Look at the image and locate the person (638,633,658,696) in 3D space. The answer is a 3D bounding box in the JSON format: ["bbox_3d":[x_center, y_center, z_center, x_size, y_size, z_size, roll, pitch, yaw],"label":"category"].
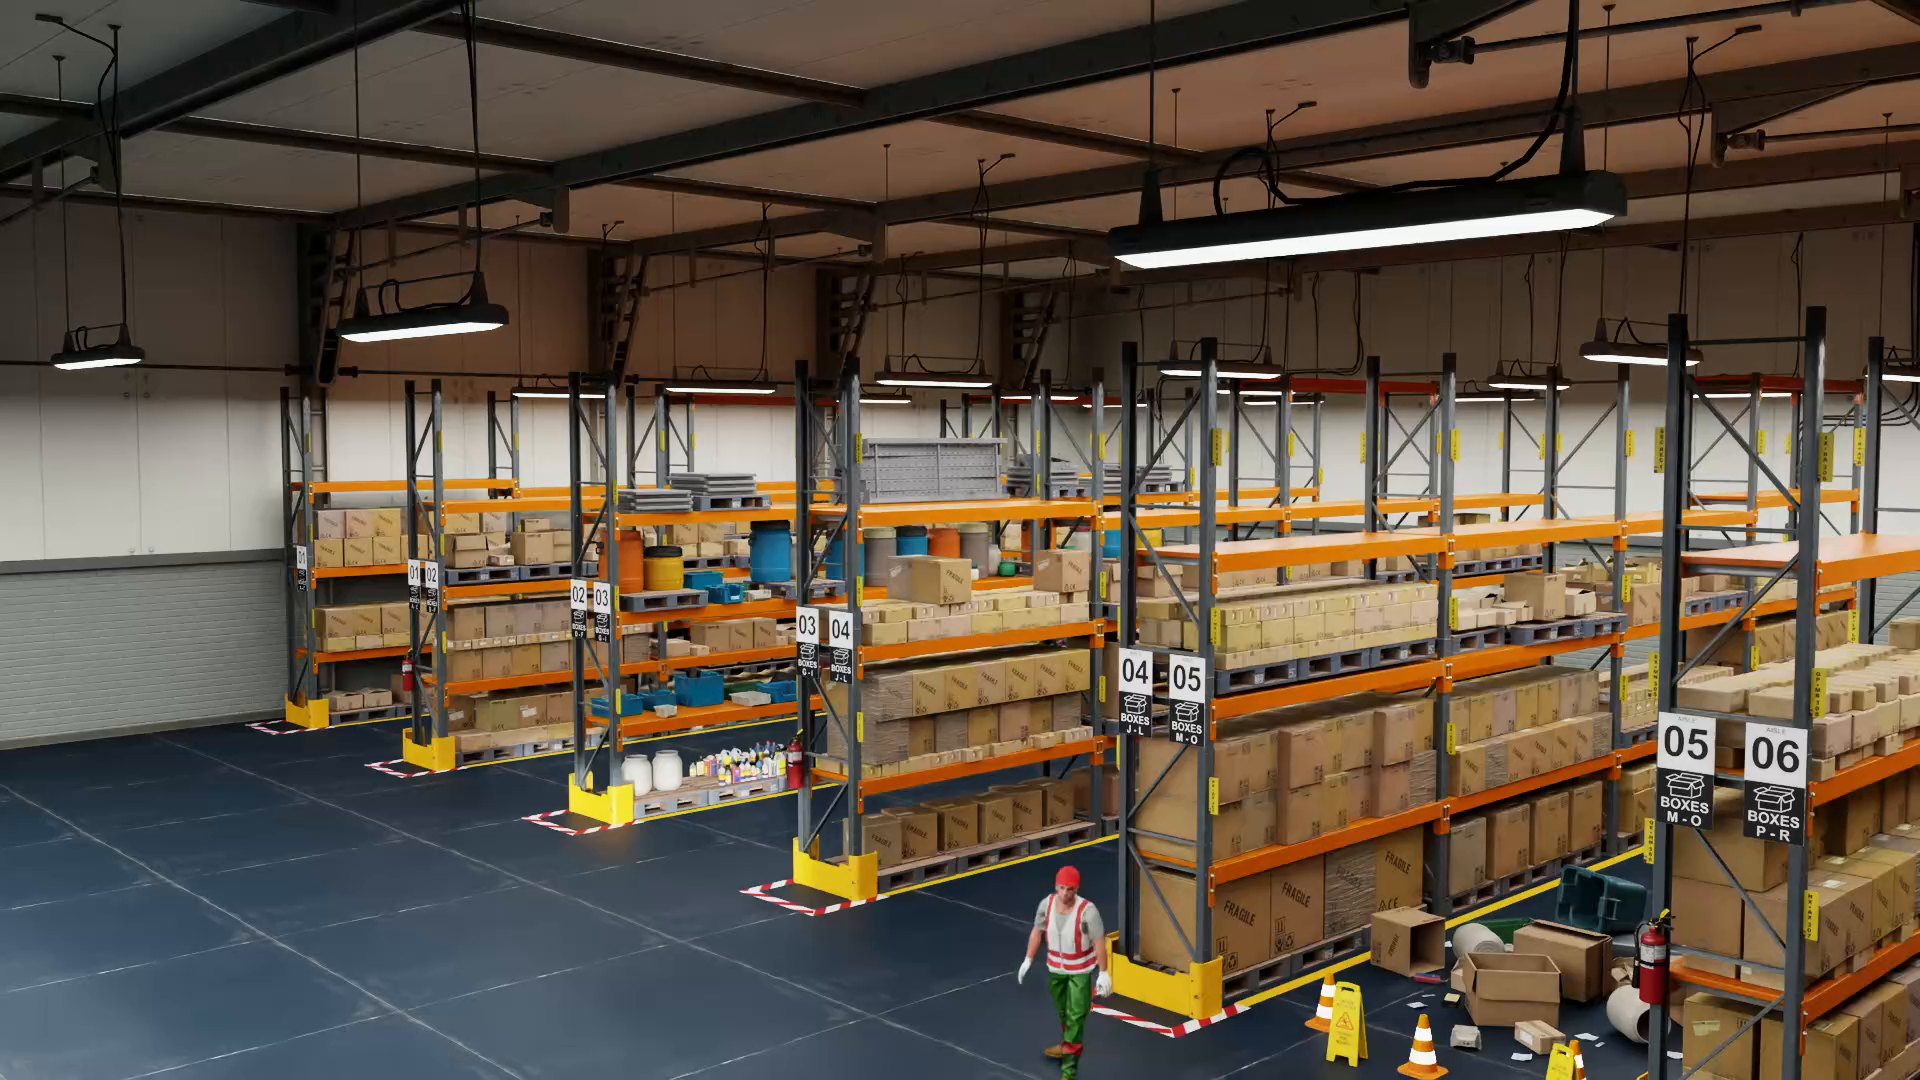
[{"bbox_3d":[-5.768,2.397,30.776,0.549,1.620,0.598,1,4,13],"label":"person"}]

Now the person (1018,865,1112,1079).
[{"bbox_3d":[0.865,3.441,13.308,0.718,1.743,0.889,2,4,32],"label":"person"}]
